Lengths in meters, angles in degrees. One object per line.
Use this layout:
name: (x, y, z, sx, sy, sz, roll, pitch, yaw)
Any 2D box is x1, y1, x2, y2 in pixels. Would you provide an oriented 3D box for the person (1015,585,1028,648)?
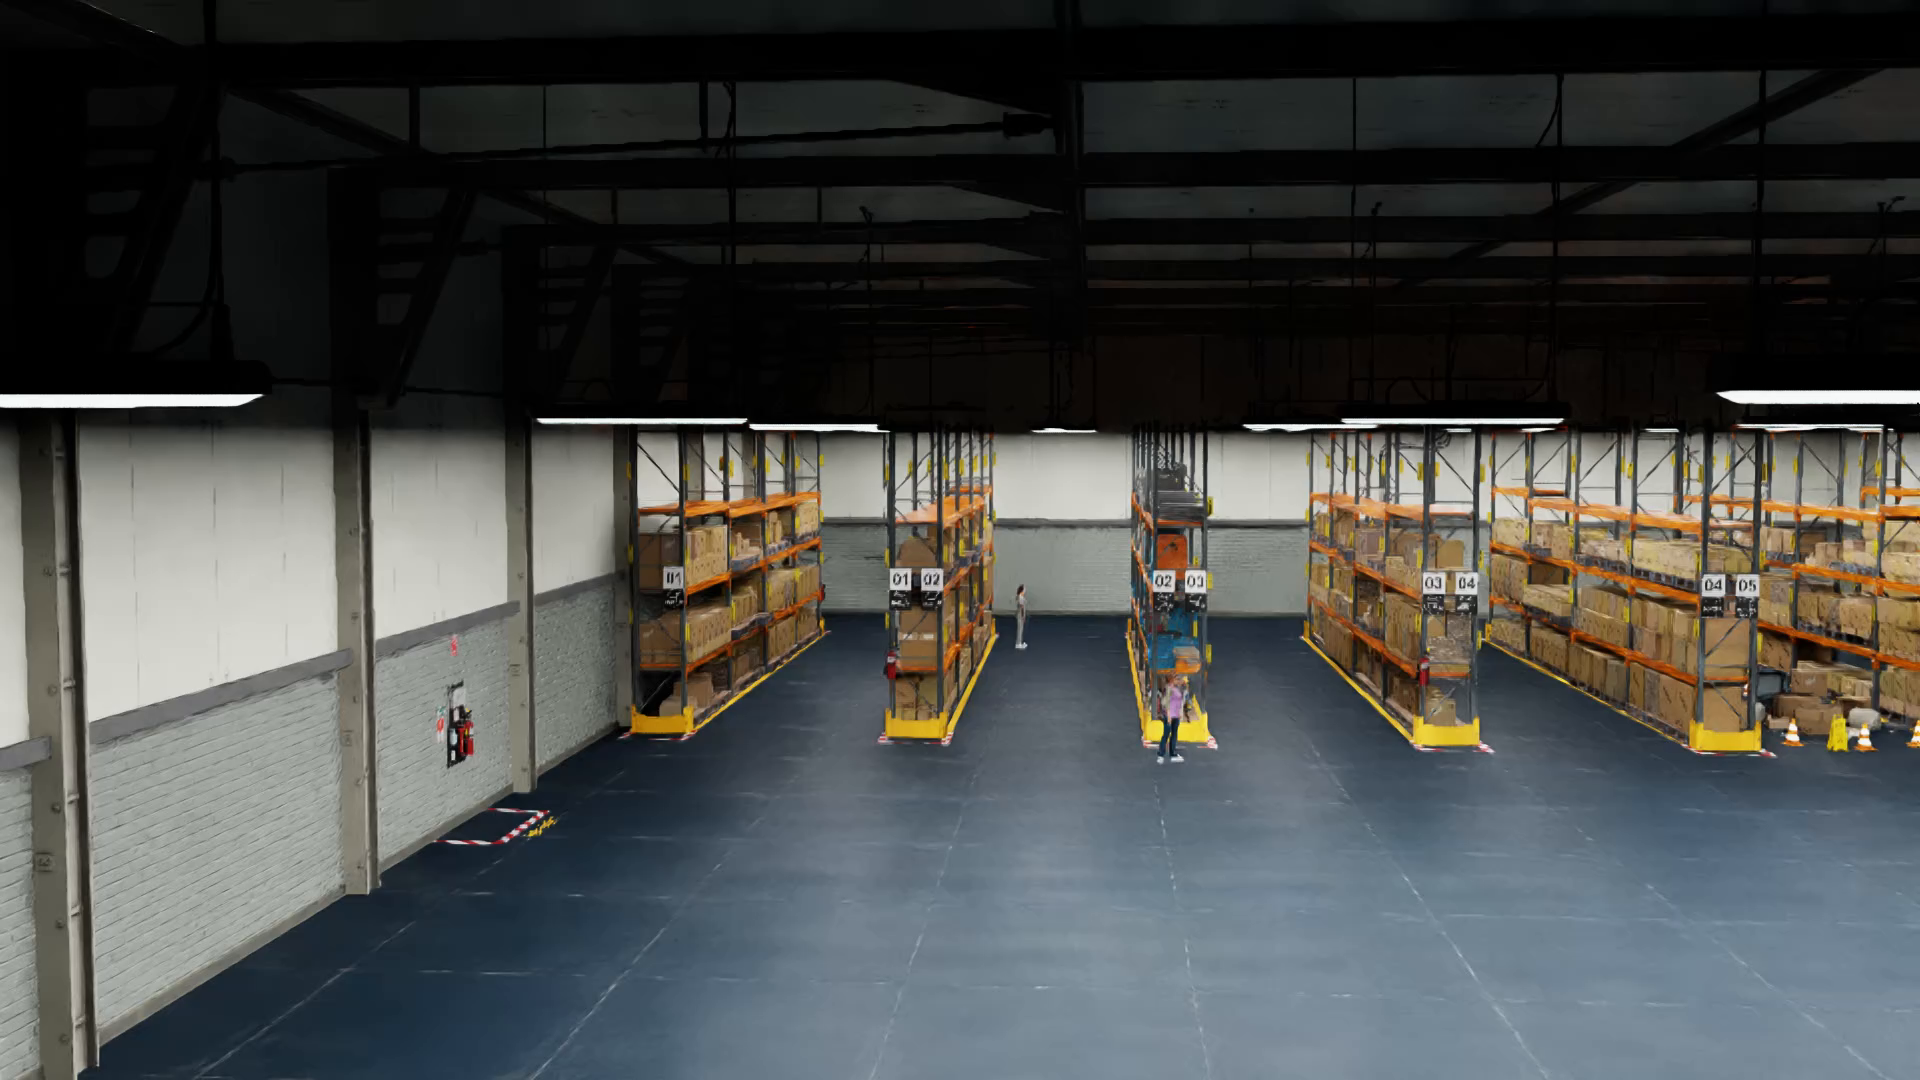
person: (1.656, 2.045, 44.590, 0.378, 1.678, 0.591, 0, 4, -5)

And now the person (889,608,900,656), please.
person: (-1.659, 2.229, 43.111, 0.417, 1.504, 1.037, 0, 4, 7)

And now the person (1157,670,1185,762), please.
person: (3.674, 3.132, 29.075, 0.393, 1.497, 0.565, 2, 4, 28)

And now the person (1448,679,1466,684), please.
person: (11.468, 2.415, 38.347, 0.479, 1.732, 0.620, -1, 4, -20)
